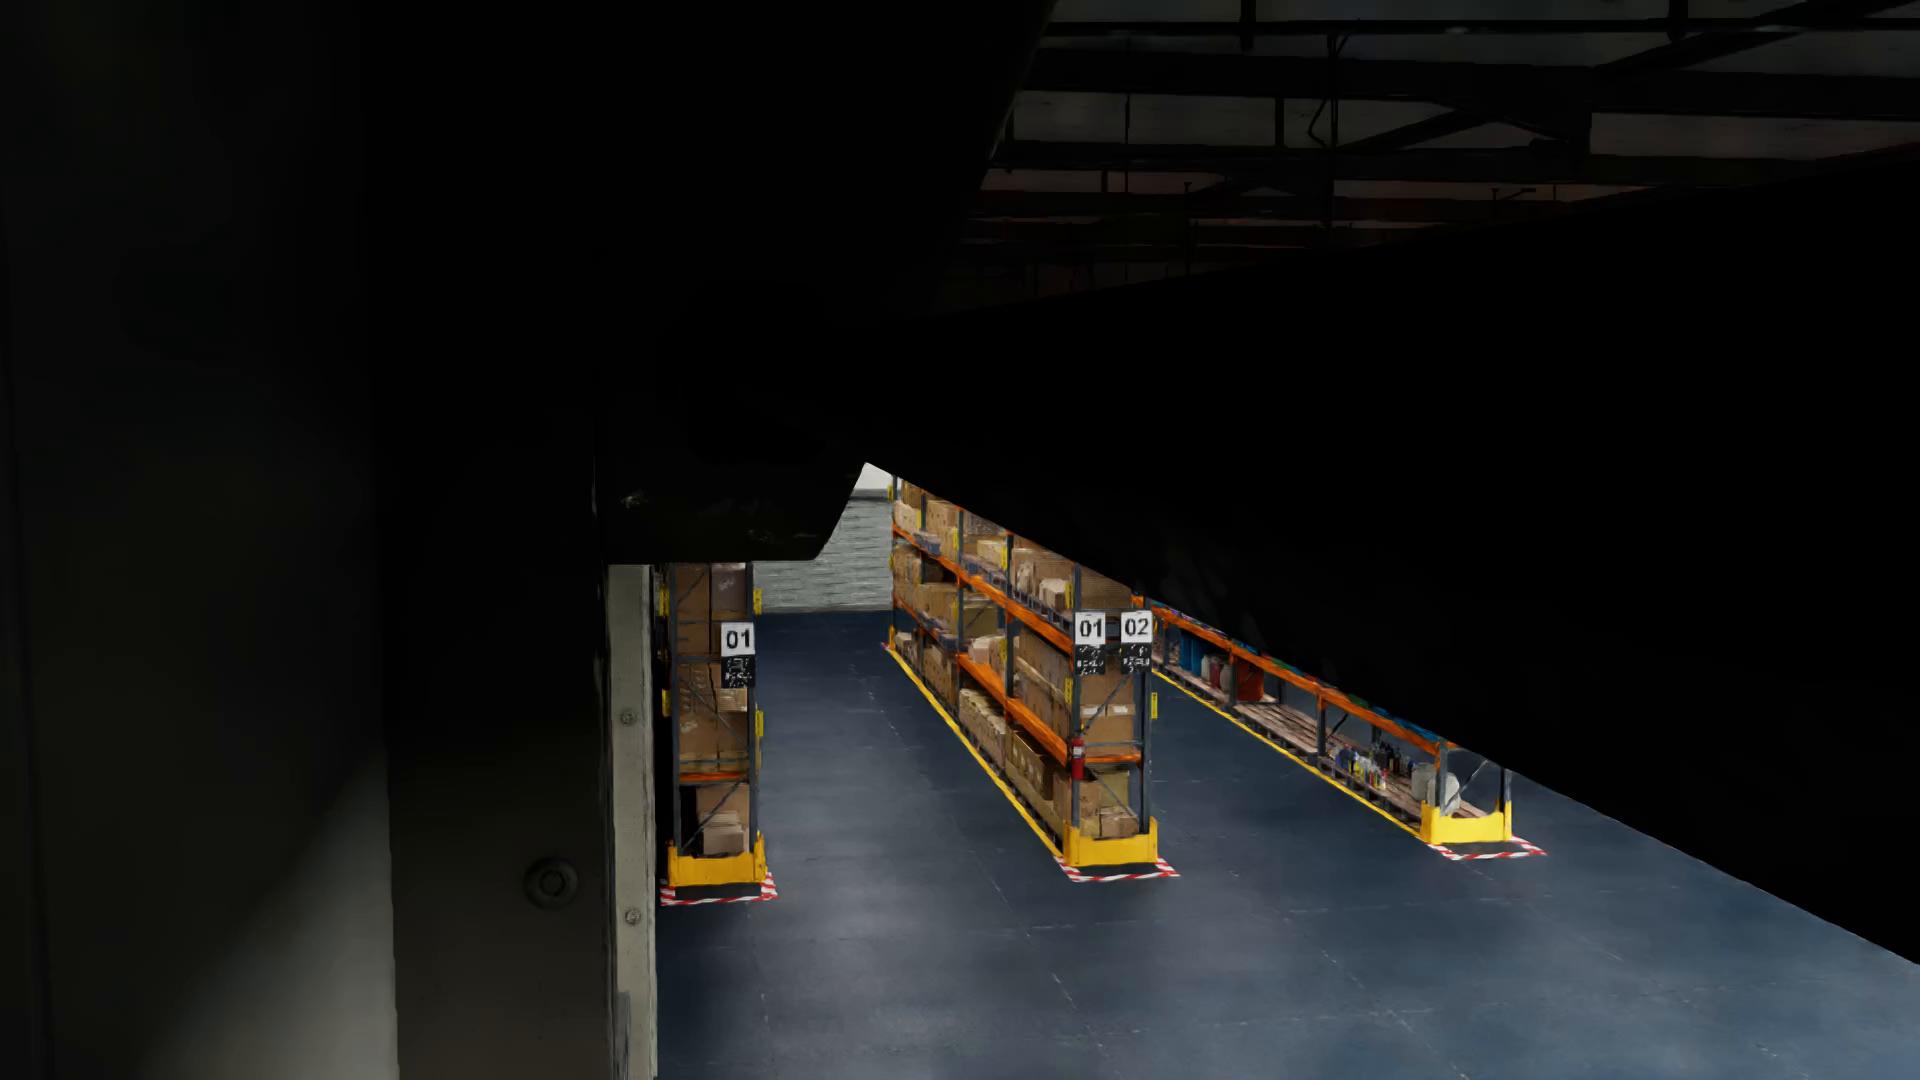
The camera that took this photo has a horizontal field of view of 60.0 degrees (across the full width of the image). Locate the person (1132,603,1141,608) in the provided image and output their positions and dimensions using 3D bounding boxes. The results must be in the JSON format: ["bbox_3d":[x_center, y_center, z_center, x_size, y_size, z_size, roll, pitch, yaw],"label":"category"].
[{"bbox_3d":[4.113,1.240,39.499,0.452,1.670,0.642,3,7,29],"label":"person"}]

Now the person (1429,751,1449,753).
[{"bbox_3d":[7.694,2.564,26.739,0.457,1.763,0.609,-5,8,-37],"label":"person"}]
